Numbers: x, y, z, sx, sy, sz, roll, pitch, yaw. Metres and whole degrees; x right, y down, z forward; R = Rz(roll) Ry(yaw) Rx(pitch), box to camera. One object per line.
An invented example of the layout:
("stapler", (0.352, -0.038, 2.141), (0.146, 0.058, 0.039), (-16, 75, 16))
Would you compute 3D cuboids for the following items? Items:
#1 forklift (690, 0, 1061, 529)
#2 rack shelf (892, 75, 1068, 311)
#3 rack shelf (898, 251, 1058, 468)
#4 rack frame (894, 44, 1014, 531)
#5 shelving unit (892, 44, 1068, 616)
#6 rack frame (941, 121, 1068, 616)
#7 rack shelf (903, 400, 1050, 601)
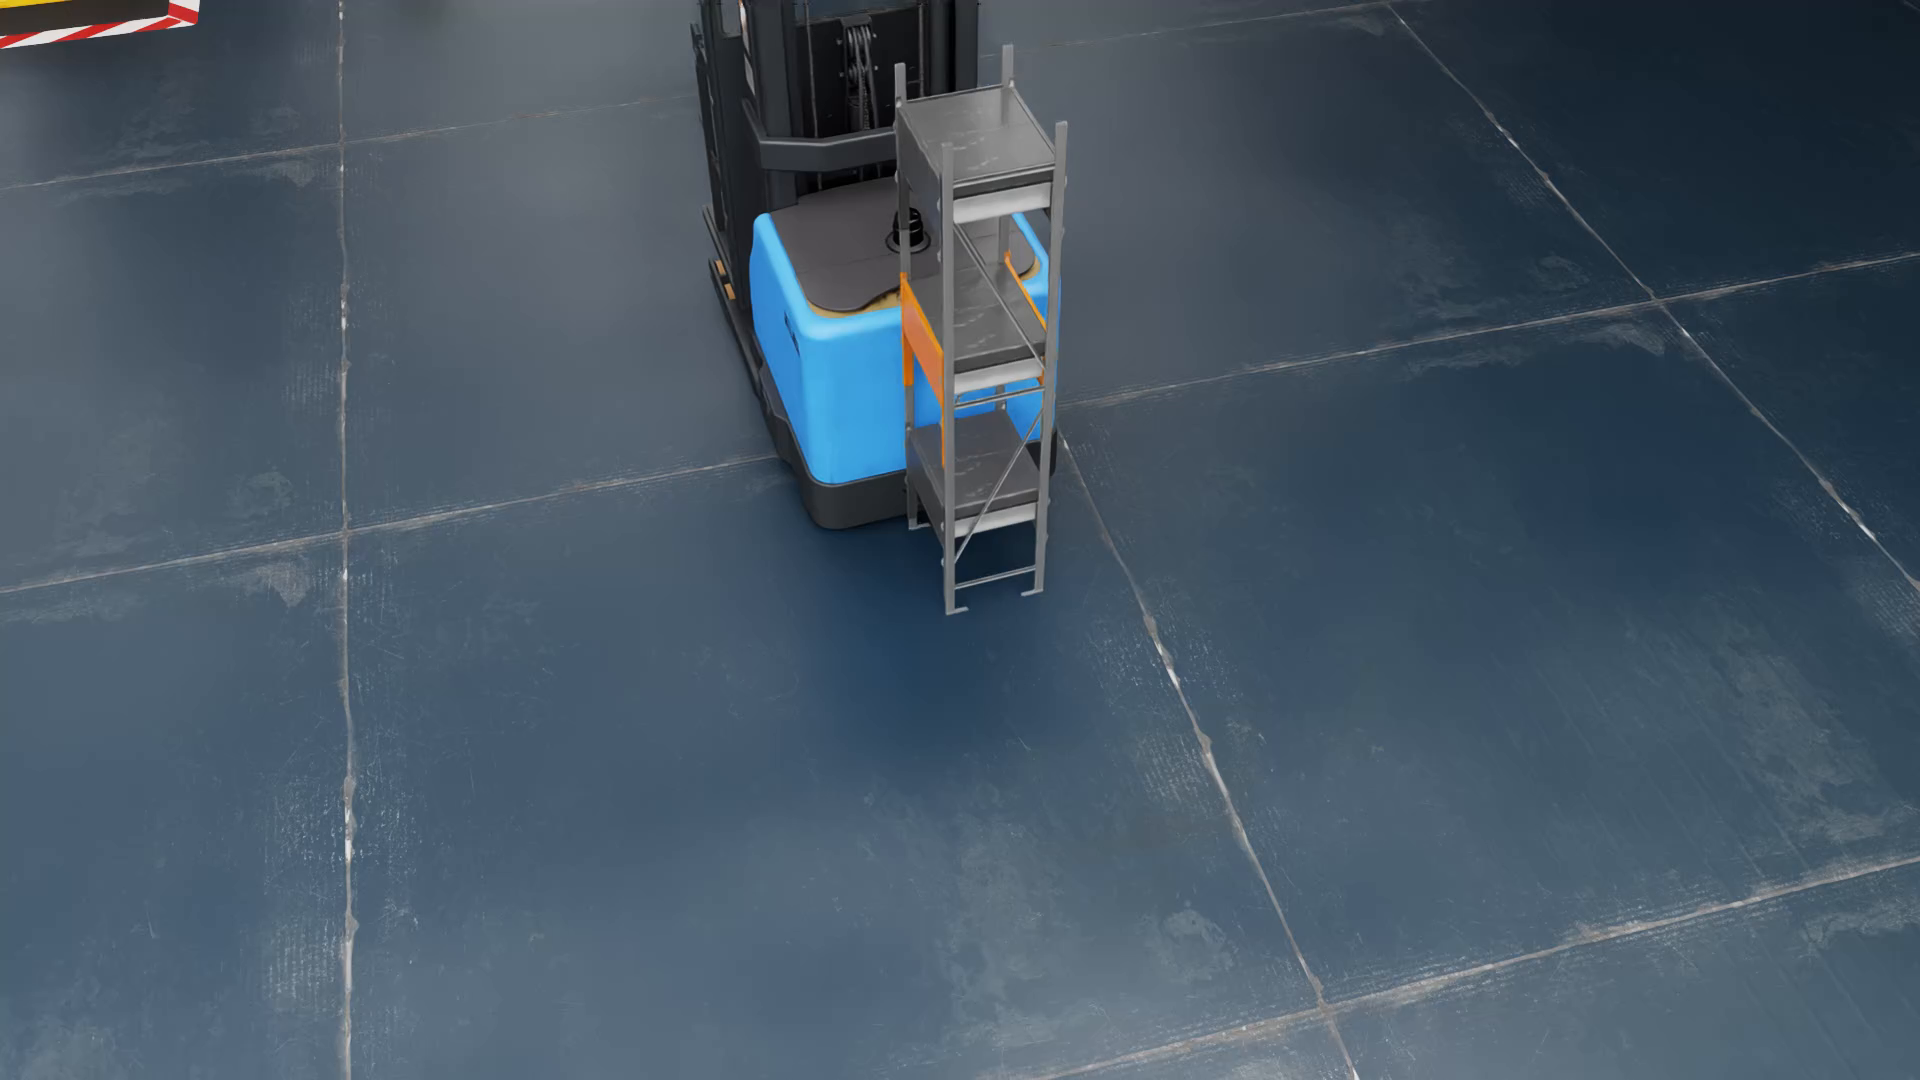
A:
("forklift", (-0.548, -2.142, 6.797), (1.130, 2.935, 3.031), (-13, 47, -13))
("rack shelf", (0.058, -1.135, 5.432), (0.431, 0.518, 0.480), (-13, 47, -13))
("rack shelf", (0.058, -0.646, 5.932), (0.431, 0.518, 0.480), (-13, 47, -13))
("rack frame", (-0.018, -0.820, 6.084), (0.400, 2.100, 0.015), (-13, 47, -13))
("shelving unit", (0.058, -0.655, 5.922), (0.431, 2.100, 0.503), (-13, 47, -13))
("rack frame", (0.135, -0.490, 5.760), (0.400, 2.100, 0.015), (-13, 47, -13))
("rack shelf", (0.058, -0.156, 6.431), (0.431, 0.518, 0.480), (-13, 47, -13))
